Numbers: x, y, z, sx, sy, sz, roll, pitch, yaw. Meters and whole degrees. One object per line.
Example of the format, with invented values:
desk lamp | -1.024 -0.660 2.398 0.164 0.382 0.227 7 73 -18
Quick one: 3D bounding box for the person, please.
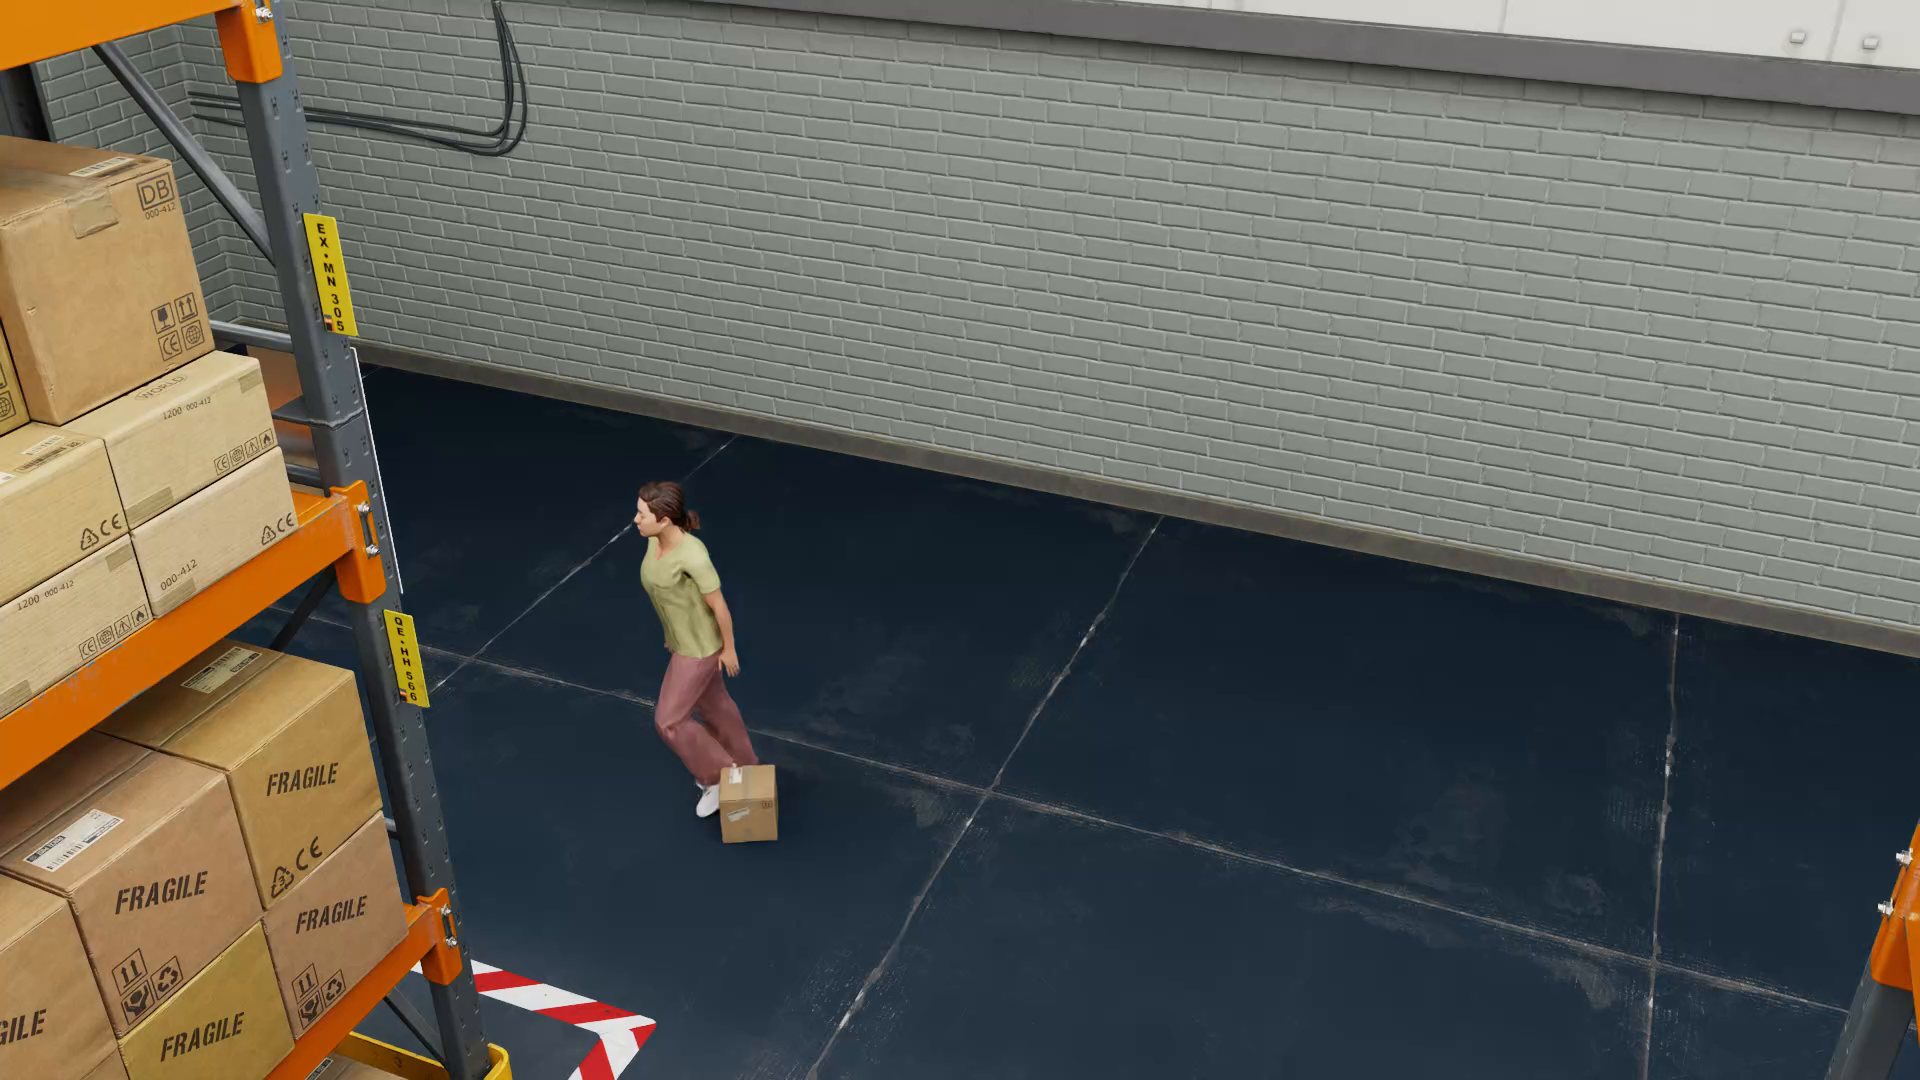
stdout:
person | -1.213 0.460 7.558 0.520 1.651 0.474 -16 33 -25
